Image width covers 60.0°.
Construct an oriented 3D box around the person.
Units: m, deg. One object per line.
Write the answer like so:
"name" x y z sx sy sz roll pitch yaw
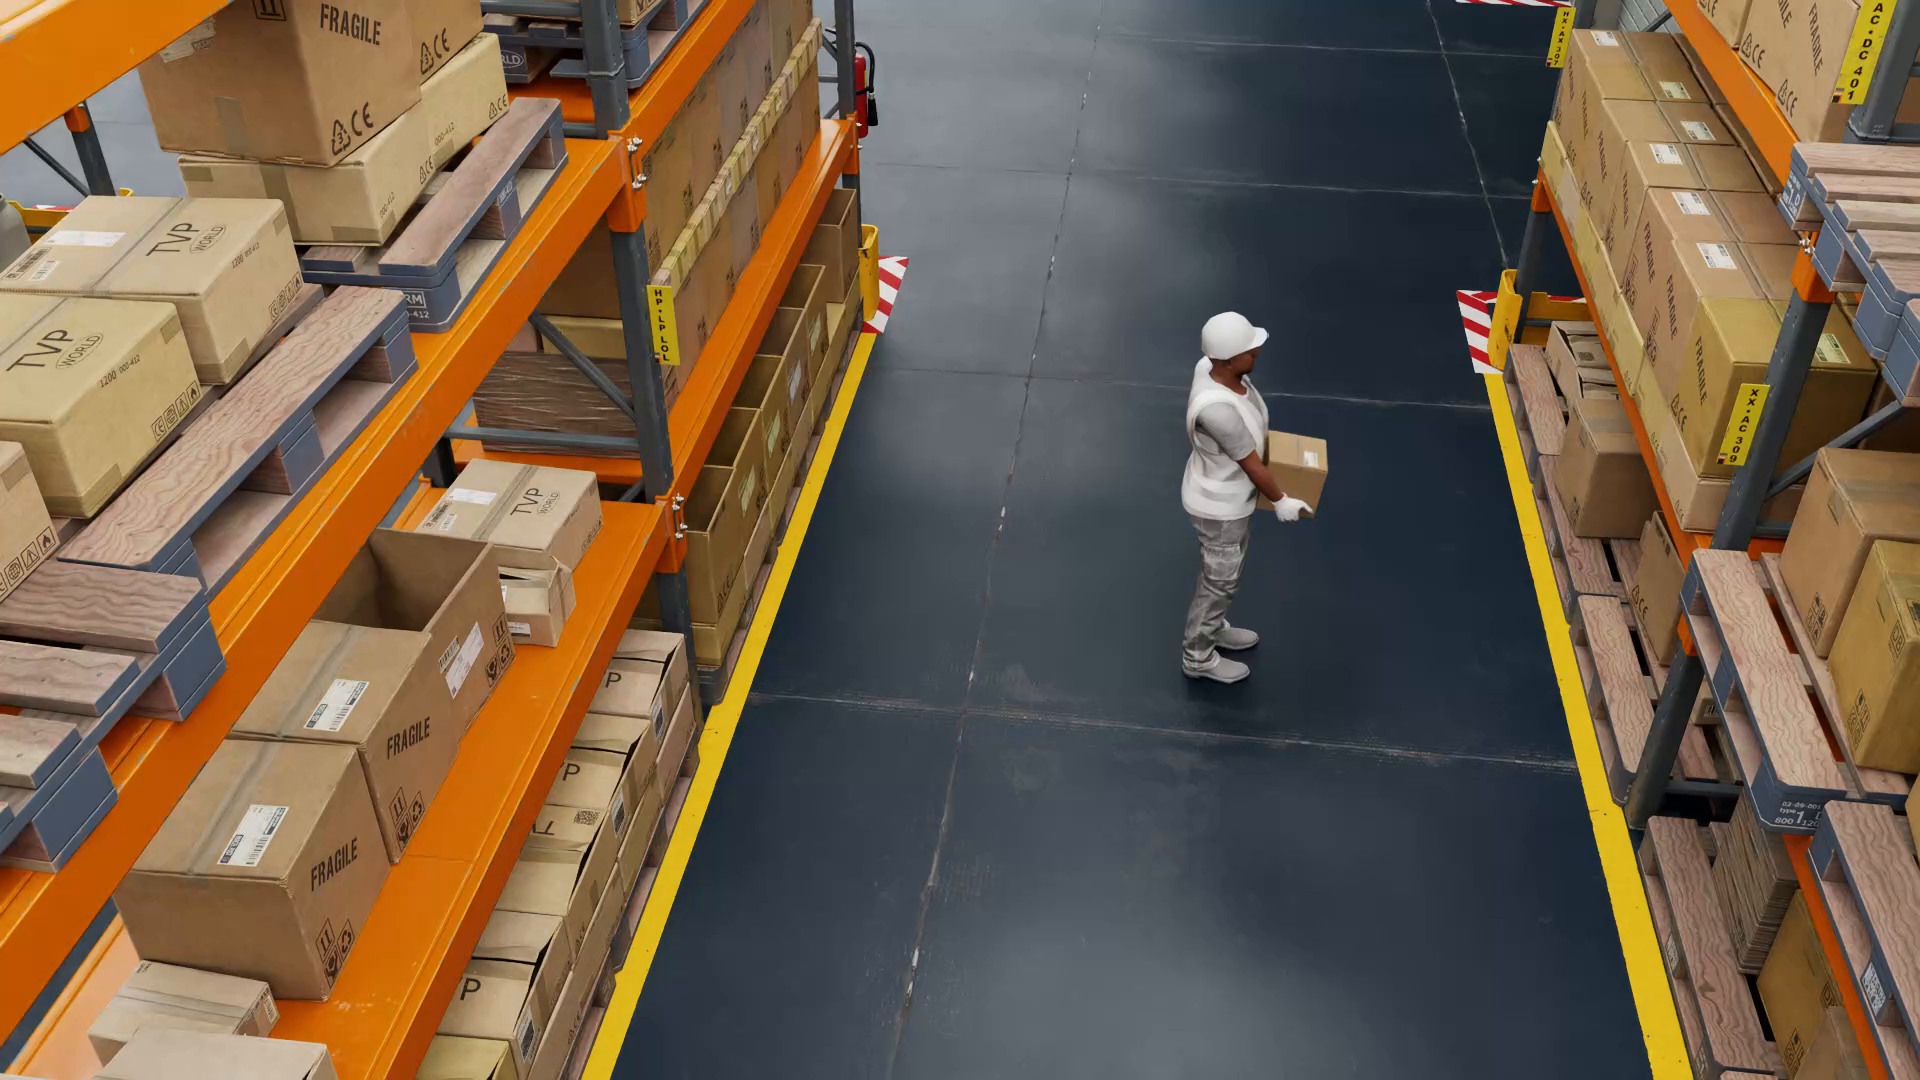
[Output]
"person" 1.248 -0.182 7.280 0.571 1.779 0.488 5 36 7
